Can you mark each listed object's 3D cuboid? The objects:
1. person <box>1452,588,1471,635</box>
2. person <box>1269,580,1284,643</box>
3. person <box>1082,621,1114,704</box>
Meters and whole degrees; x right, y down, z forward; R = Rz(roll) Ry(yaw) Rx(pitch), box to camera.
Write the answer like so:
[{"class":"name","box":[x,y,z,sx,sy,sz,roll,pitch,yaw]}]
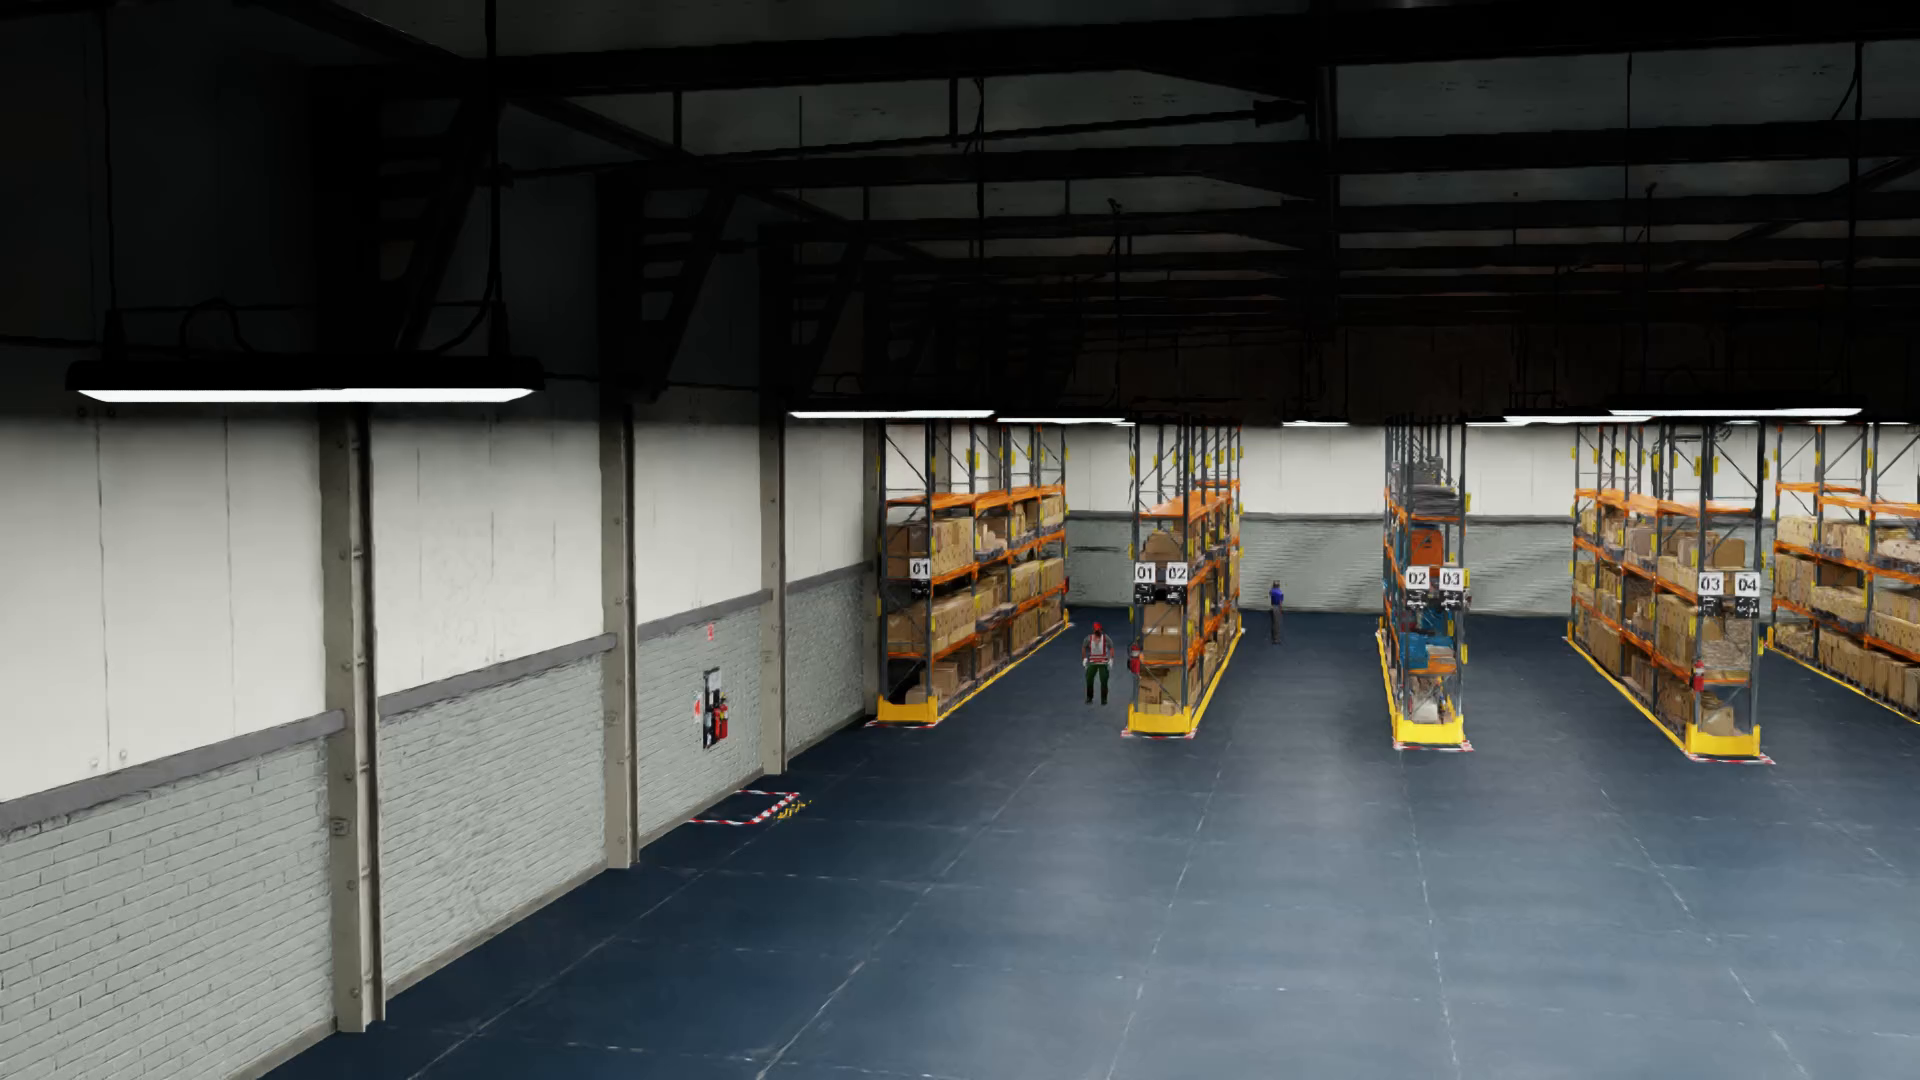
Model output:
[{"class":"person","box":[13.763,1.822,45.808,0.592,1.625,0.513,1,4,11]},{"class":"person","box":[8.464,1.881,44.362,0.415,1.661,0.499,-1,4,-18]},{"class":"person","box":[2.847,2.536,34.374,0.677,1.742,0.552,1,4,13]}]
